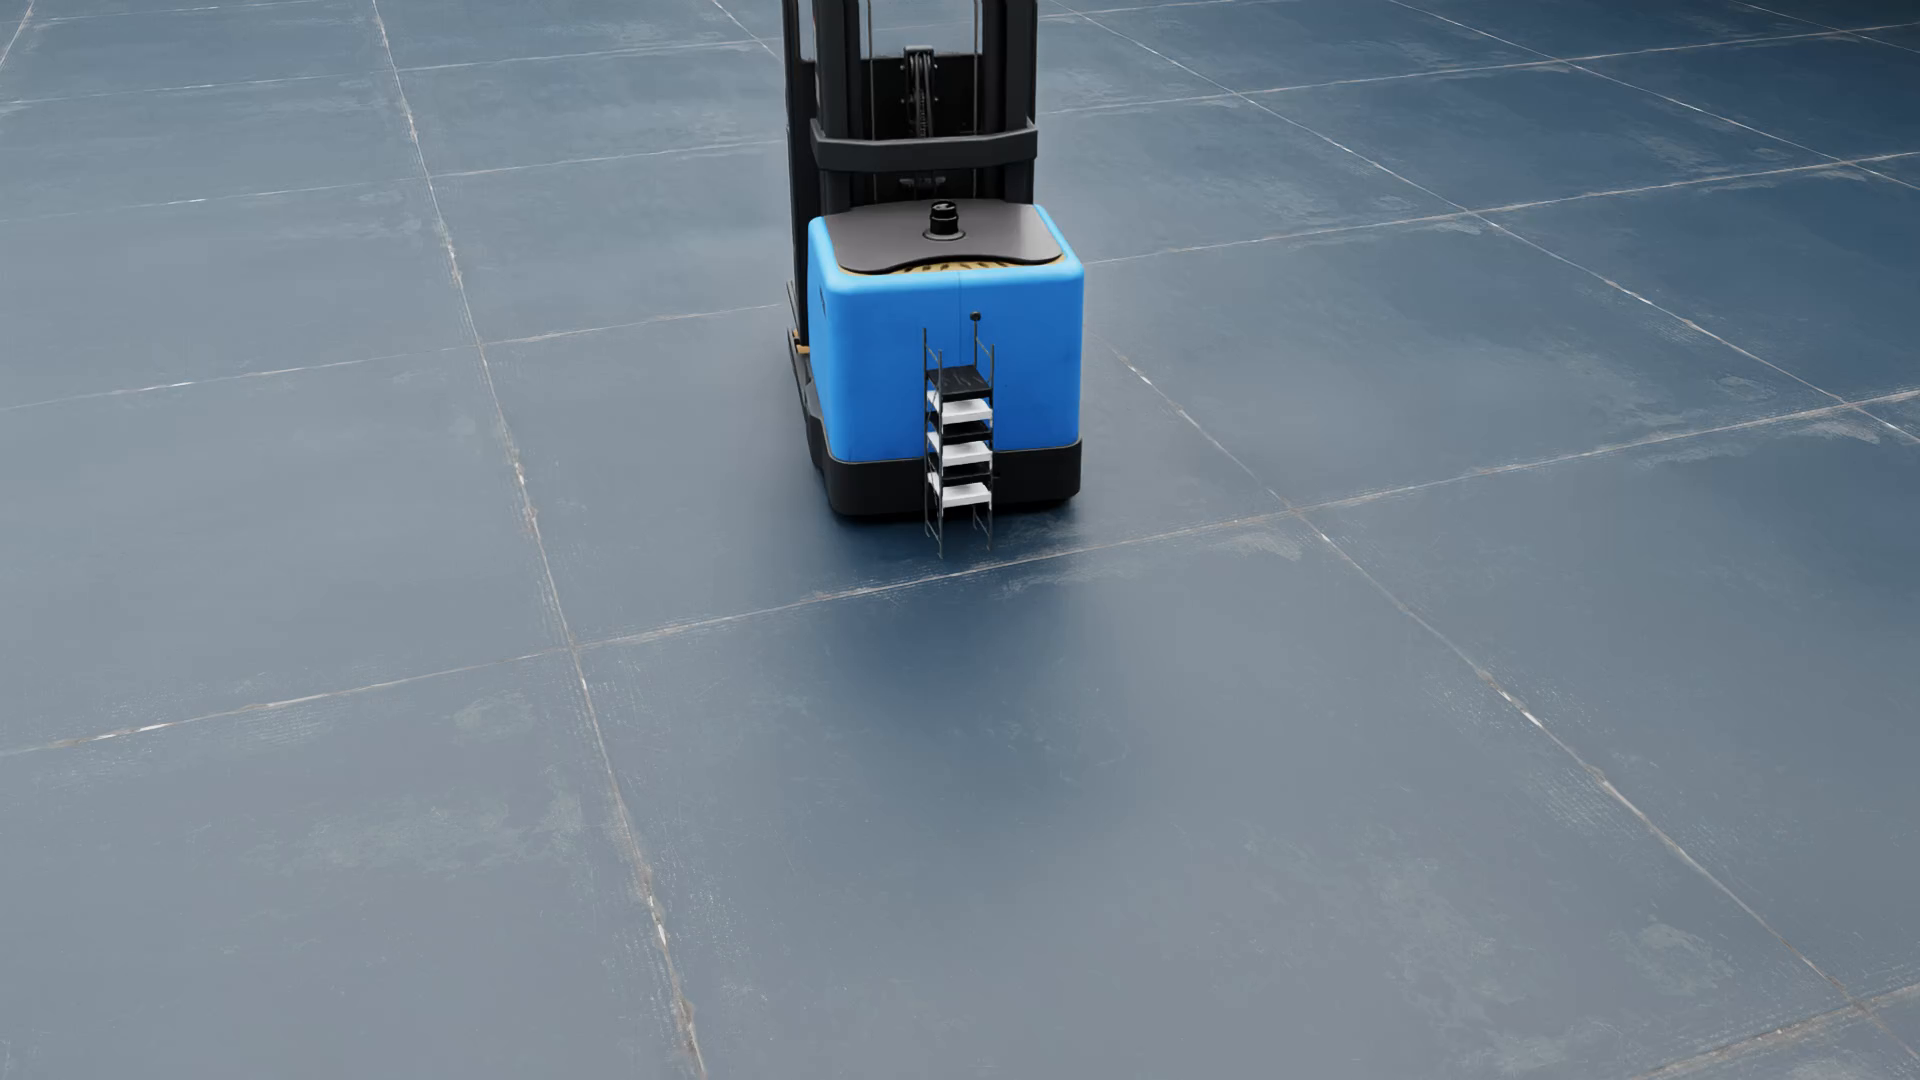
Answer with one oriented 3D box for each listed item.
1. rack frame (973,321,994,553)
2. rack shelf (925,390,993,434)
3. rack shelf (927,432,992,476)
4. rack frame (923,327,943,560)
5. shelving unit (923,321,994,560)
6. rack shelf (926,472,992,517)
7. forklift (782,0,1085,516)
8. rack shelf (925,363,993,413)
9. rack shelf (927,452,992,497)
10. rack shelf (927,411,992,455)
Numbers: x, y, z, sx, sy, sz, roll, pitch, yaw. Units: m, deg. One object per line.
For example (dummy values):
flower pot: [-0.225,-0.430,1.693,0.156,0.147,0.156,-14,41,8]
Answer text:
rack frame: [0.091,-0.395,6.535,0.006,0.900,0.240,-8,31,-14]
rack shelf: [-0.007,-0.509,6.437,0.200,0.077,0.258,-8,31,-14]
rack shelf: [-0.007,-0.352,6.526,0.200,0.077,0.258,-8,31,-14]
rack frame: [-0.105,-0.367,6.485,0.006,0.900,0.240,-8,31,-14]
shelving unit: [-0.007,-0.381,6.510,0.210,0.900,0.258,-8,31,-14]
rack shelf: [-0.007,-0.196,6.616,0.200,0.077,0.258,-8,31,-14]
forklift: [-0.253,-2.083,7.446,1.130,2.935,3.031,-5,30,-8]
rack shelf: [-0.007,-0.587,6.393,0.200,0.077,0.258,-8,31,-14]
rack shelf: [-0.007,-0.274,6.571,0.200,0.077,0.258,-8,31,-14]
rack shelf: [-0.007,-0.431,6.482,0.200,0.077,0.258,-8,31,-14]
